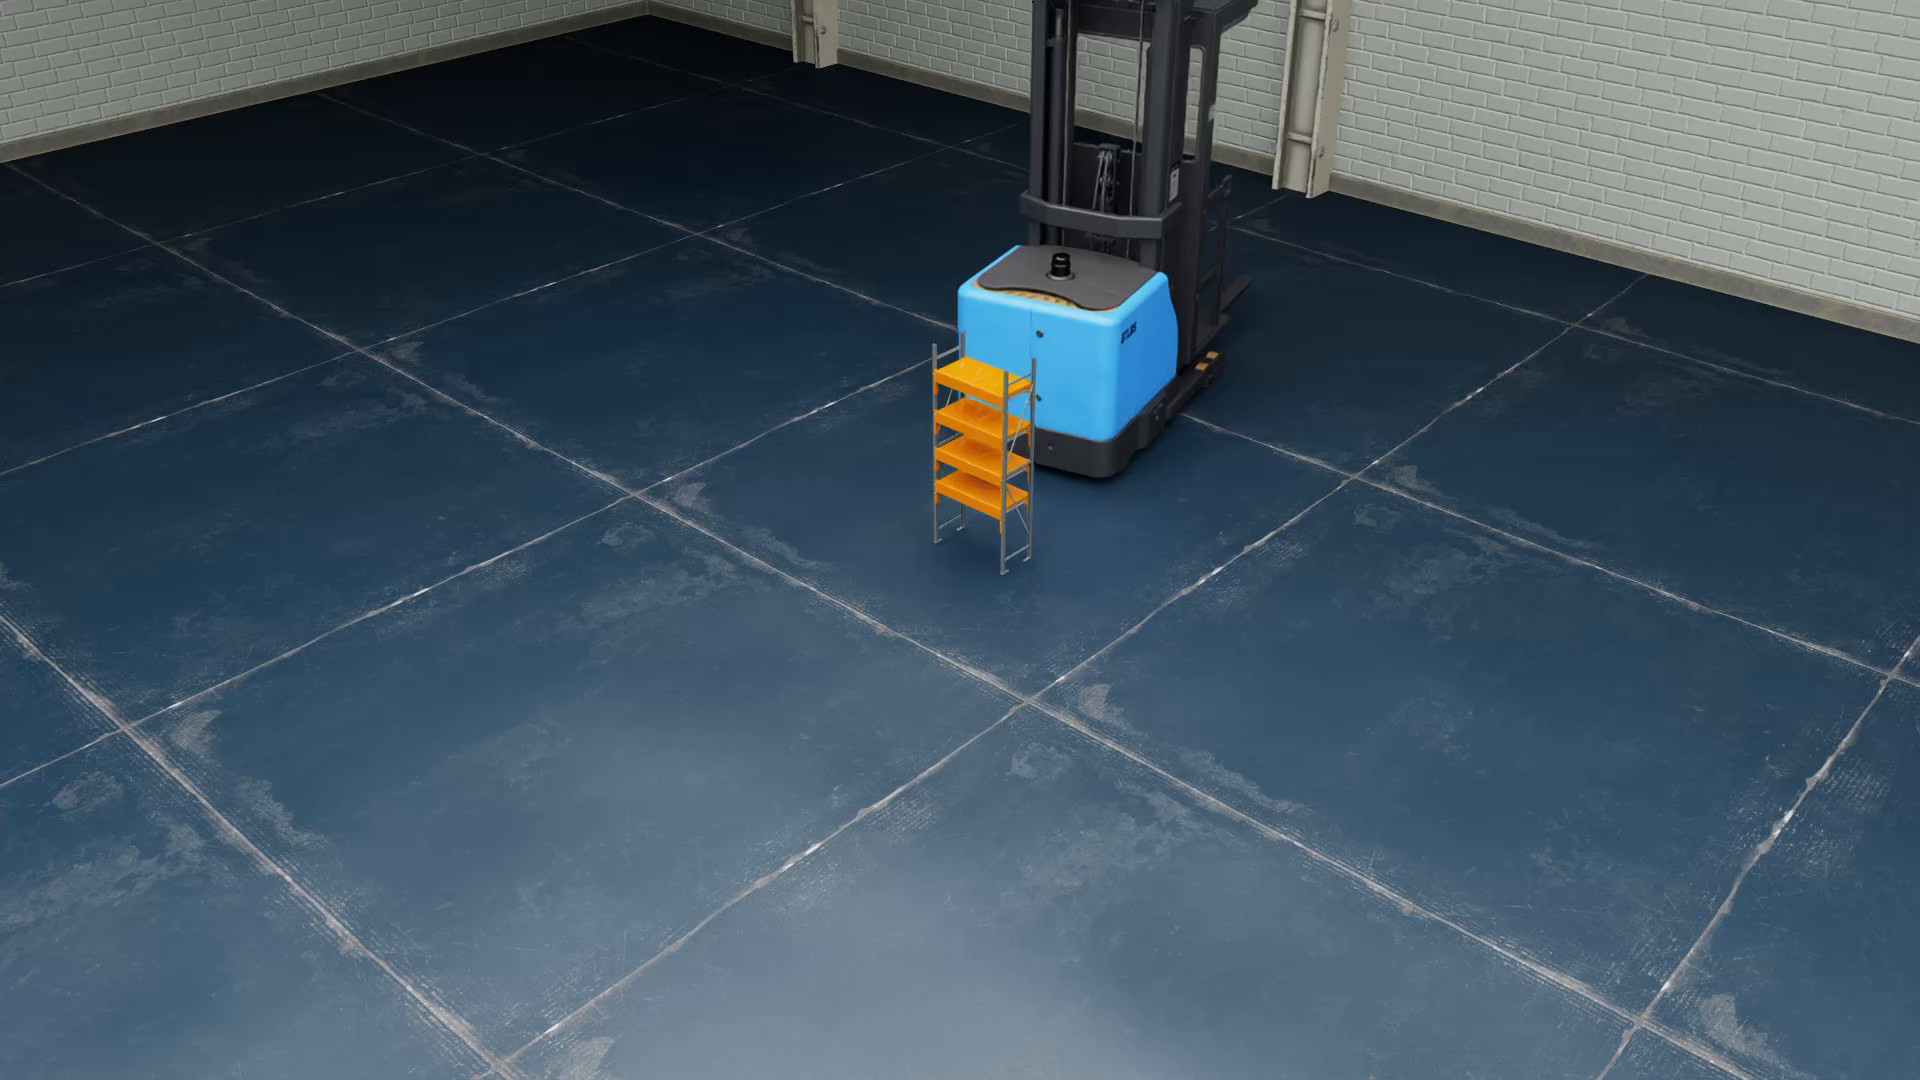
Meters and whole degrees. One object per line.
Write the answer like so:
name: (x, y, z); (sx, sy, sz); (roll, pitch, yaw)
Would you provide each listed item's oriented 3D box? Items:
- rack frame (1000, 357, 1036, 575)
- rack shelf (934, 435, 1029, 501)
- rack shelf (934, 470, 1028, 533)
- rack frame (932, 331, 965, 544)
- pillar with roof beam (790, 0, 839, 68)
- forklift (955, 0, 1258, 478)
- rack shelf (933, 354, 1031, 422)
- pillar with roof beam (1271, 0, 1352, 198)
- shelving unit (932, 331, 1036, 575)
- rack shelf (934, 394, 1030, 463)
rack frame: (0.304, -0.372, 8.705); (0.015, 1.200, 0.240); (25, 39, 35)
rack shelf: (0.123, -0.399, 8.880); (0.480, 0.148, 0.258); (25, 39, 35)
rack shelf: (0.123, -0.229, 8.982); (0.480, 0.148, 0.258); (25, 39, 35)
rack frame: (-0.058, -0.541, 8.986); (0.015, 1.200, 0.240); (25, 39, 35)
pillar with roof beam: (-4.418, -7.296, 12.645); (0.400, 9.000, 9.100); (25, 39, 35)
forklift: (1.106, -2.353, 10.316); (1.130, 2.935, 3.031); (15, 34, 24)
rack shelf: (0.123, -0.793, 8.643); (0.480, 0.148, 0.258); (25, 39, 35)
pillar with roof beam: (0.031, -5.220, 9.196); (0.400, 9.000, 9.100); (25, 39, 35)
shelving unit: (0.123, -0.457, 8.845); (0.503, 1.200, 0.258); (25, 39, 35)
rack shelf: (0.123, -0.591, 8.765); (0.480, 0.148, 0.258); (25, 39, 35)
